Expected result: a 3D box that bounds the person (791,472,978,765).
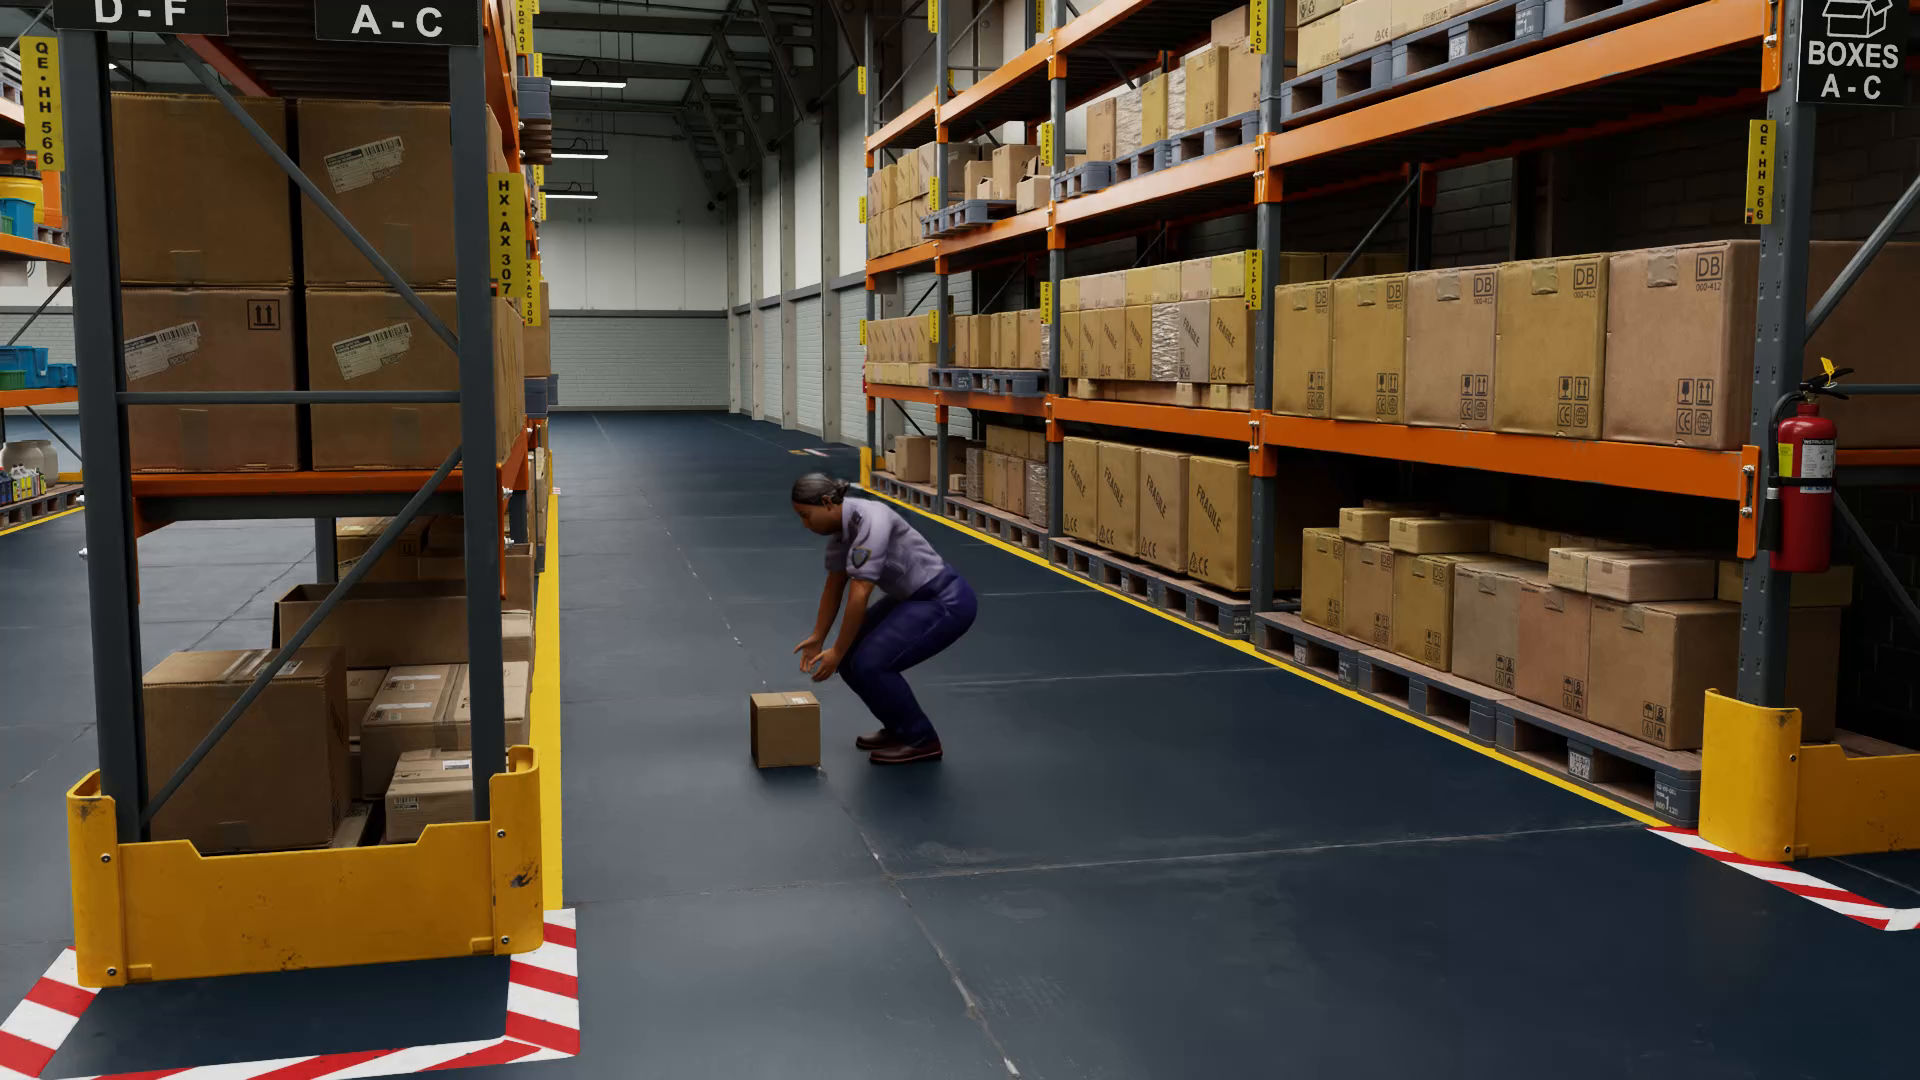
[{"bbox_3d":[-0.304,0.303,6.717,0.752,1.169,0.540,-2,6,-14],"label":"person"}]
